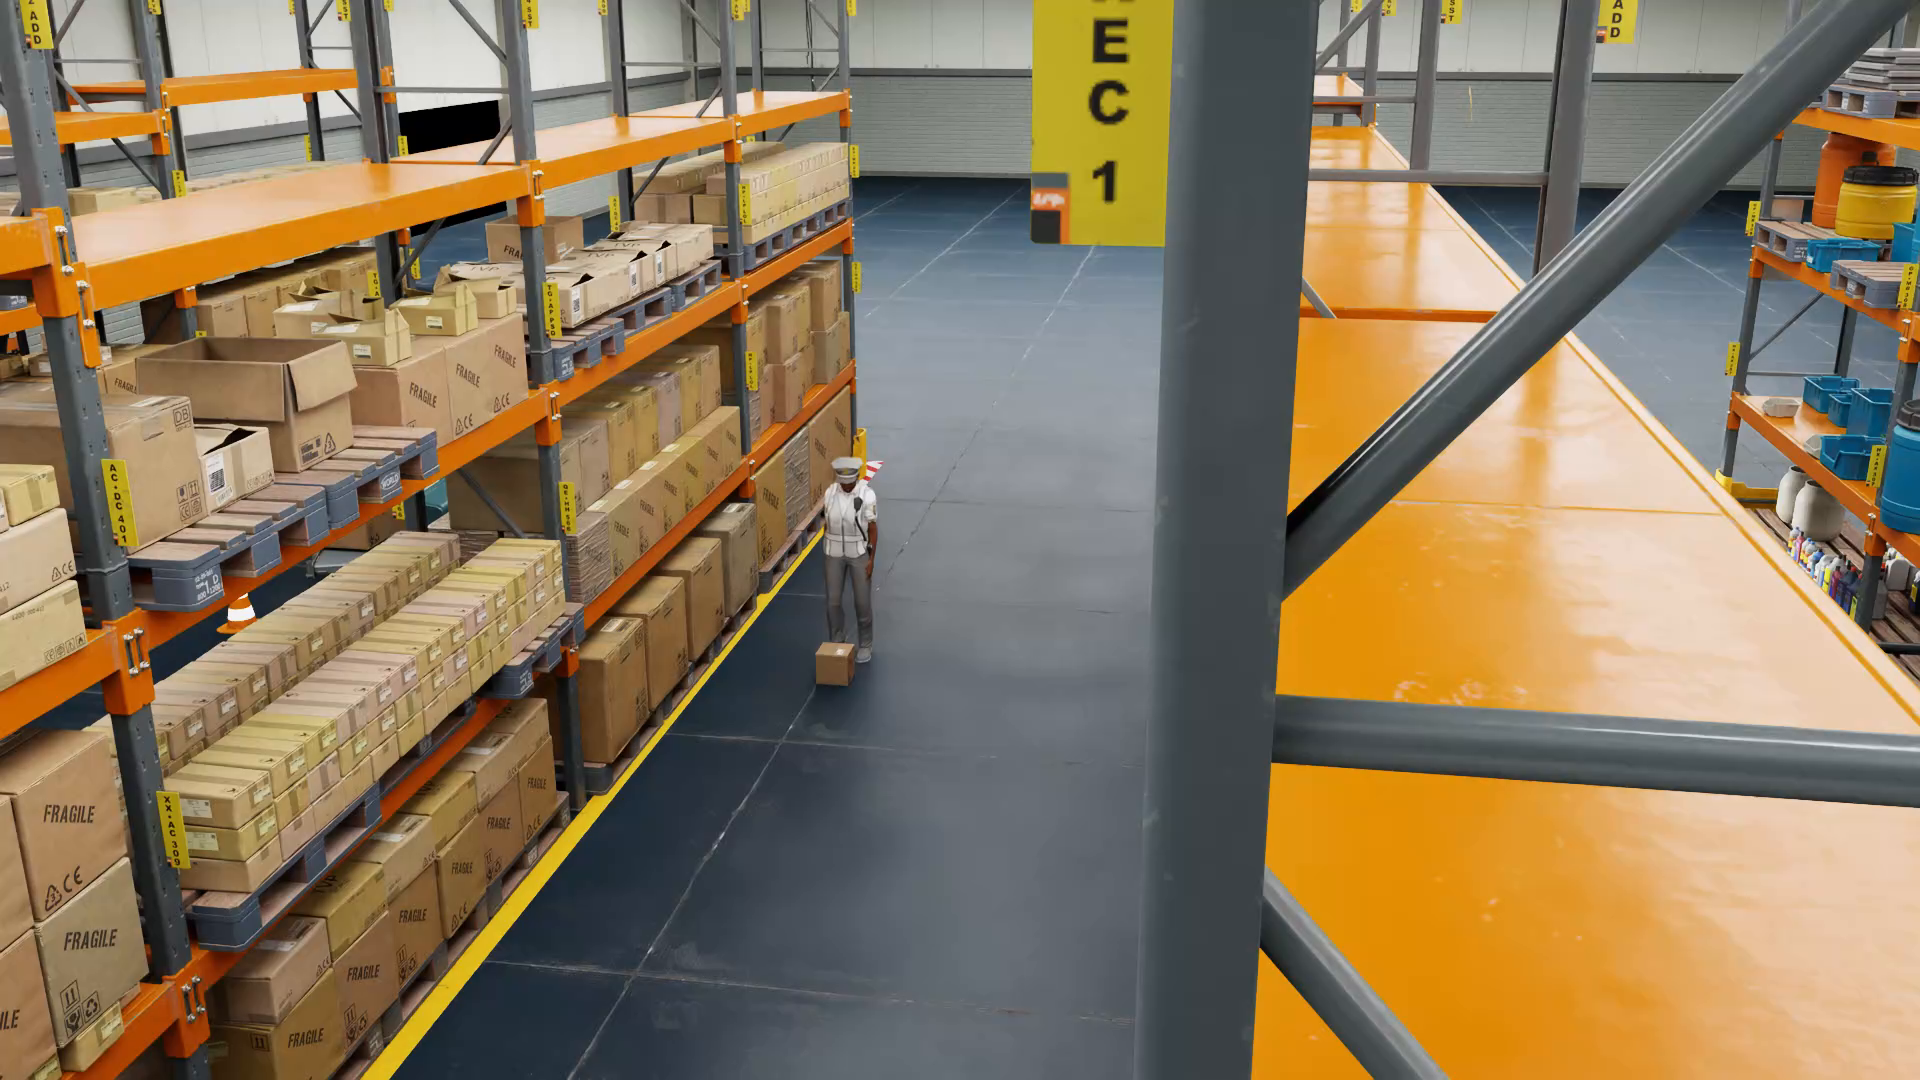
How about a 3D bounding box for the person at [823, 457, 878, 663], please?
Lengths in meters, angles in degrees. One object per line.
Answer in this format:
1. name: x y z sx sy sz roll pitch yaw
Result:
1. person: -0.859 0.148 13.077 0.443 1.654 0.351 3 18 10
